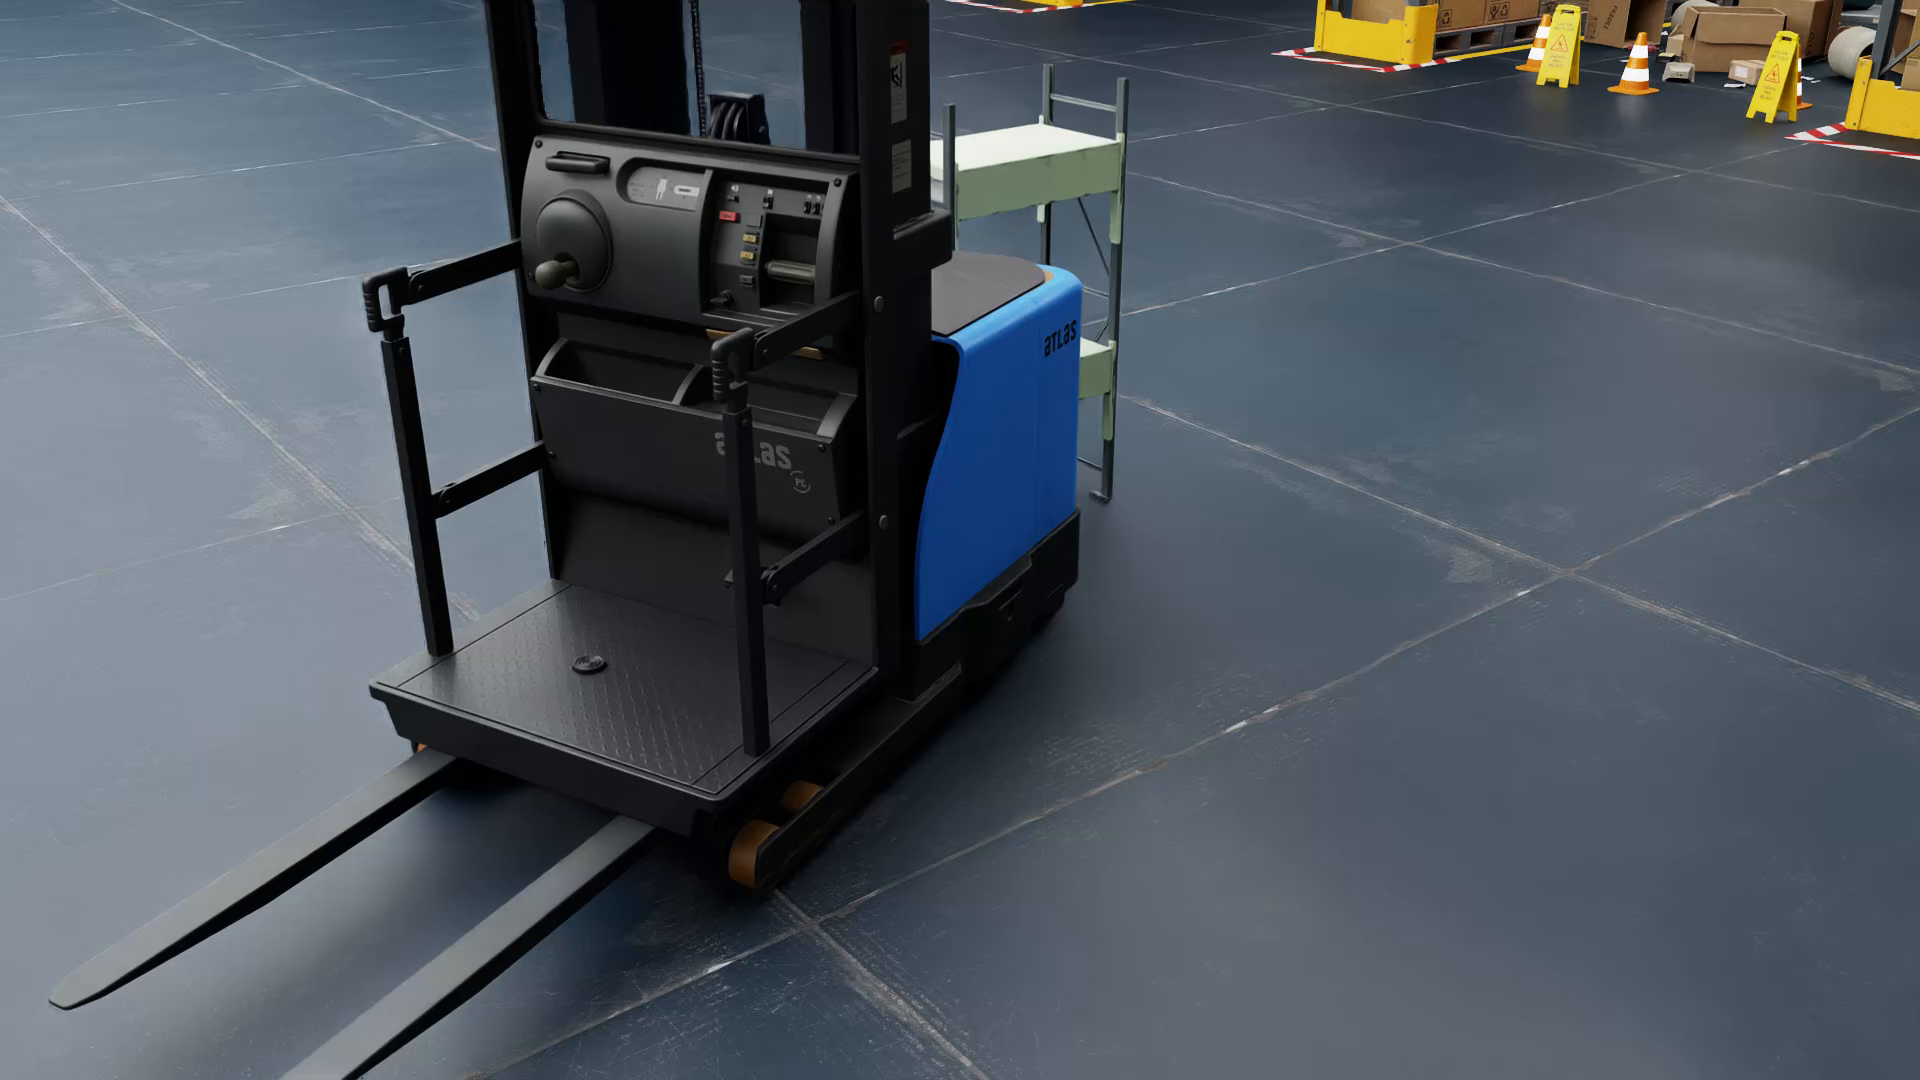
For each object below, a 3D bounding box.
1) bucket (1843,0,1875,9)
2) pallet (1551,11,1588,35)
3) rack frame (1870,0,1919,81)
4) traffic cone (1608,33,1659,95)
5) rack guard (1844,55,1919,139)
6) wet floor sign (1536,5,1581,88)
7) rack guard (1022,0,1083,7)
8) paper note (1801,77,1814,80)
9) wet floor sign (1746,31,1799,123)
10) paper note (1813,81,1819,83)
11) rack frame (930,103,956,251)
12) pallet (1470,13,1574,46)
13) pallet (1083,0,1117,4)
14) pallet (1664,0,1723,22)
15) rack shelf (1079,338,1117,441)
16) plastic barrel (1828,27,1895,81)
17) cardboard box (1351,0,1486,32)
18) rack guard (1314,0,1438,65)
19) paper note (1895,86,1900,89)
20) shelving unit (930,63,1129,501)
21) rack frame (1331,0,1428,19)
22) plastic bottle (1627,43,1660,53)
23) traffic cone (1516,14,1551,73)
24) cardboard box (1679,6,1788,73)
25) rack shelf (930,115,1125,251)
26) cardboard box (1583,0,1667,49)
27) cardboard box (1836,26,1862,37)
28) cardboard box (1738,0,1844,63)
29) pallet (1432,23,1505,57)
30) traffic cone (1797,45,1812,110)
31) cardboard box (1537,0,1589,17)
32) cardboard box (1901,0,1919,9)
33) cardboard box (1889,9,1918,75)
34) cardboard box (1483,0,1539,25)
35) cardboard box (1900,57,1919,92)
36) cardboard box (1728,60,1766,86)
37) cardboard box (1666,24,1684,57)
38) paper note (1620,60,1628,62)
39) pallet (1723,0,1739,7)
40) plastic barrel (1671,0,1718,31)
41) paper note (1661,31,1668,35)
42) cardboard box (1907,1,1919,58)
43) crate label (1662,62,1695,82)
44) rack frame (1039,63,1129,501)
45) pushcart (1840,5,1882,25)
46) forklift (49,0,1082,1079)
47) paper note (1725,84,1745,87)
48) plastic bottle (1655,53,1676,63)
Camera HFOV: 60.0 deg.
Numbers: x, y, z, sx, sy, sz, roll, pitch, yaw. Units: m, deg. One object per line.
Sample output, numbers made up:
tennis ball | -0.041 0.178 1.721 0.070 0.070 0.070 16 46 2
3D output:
bucket | 8.306 -5.314 15.719 0.620 0.611 0.726 2 23 -21
pallet | 6.344 -5.472 17.289 1.213 0.211 1.003 -18 31 -34
rack frame | 6.977 -4.255 11.356 0.127 3.000 1.000 -18 31 -34
traffic cone | 5.567 -3.923 13.654 0.334 0.463 0.336 -18 31 -34
rack guard | 7.036 -3.141 11.925 0.348 0.500 1.175 -18 31 -34
wet floor sign | 5.042 -4.138 13.899 0.267 0.644 0.232 21 32 37
rack guard | 0.921 -6.424 18.999 0.348 0.500 1.175 -18 31 -34
paper note | 7.253 -3.979 14.302 0.142 0.019 0.148 -8 26 -16
wet floor sign | 6.167 -3.493 12.509 0.232 0.644 0.267 -8 26 -16
paper note | 7.278 -3.898 14.136 0.123 0.001 0.032 -18 31 -34
rack frame | -0.148 -0.696 5.469 0.023 1.500 0.400 -19 31 -35
pallet | 5.383 -5.153 16.602 1.213 0.211 1.003 -18 31 -34
pallet | 1.583 -6.493 19.489 1.213 0.211 1.003 -18 31 -34
pallet | 7.551 -5.869 18.144 1.213 0.211 1.003 -18 31 -34
rack shelf | 0.136 -0.498 5.815 0.720 0.370 0.431 -19 31 -35
plastic barrel | 7.668 -4.125 14.135 0.421 0.421 0.512 1 25 2
cardboard box | 4.336 -5.294 15.618 0.875 0.875 0.875 -18 30 -34
rack guard | 3.824 -4.729 15.346 0.348 0.500 1.175 -18 31 -34
paper note | 7.780 -3.781 13.860 0.142 0.019 0.148 15 29 29
shelving unit | 0.136 -0.793 5.678 0.755 1.500 0.431 -19 31 -35
rack frame | 3.843 -5.869 14.833 0.127 3.000 1.000 -18 31 -34
plastic bottle | 6.452 -4.636 15.667 0.283 0.061 0.133 15 29 29
traffic cone | 5.137 -4.386 14.651 0.334 0.463 0.336 -18 31 -34
cardboard box | 6.797 -4.418 14.672 0.797 0.503 0.637 5 25 11
rack shelf | 0.136 -1.147 5.514 0.720 0.370 0.431 -19 31 -35
cardboard box | 6.402 -5.032 15.996 0.500 0.500 0.500 -13 28 -25
cardboard box | 8.159 -4.554 15.247 0.258 0.266 0.396 5 25 11
cardboard box | 7.527 -4.725 15.173 0.503 0.637 0.797 -18 31 -34
pallet | 4.424 -4.838 15.923 1.213 0.211 1.003 -18 31 -34
traffic cone | 6.519 -3.644 13.052 0.334 0.463 0.336 -18 31 -34
cardboard box | 5.745 -5.759 16.621 0.875 0.875 0.875 -18 30 -34
cardboard box | 9.002 -5.086 15.216 0.500 0.500 0.500 -18 31 -34
cardboard box | 8.442 -4.334 14.492 0.500 0.500 0.500 1 25 2
cardboard box | 5.027 -5.523 16.112 0.875 0.875 0.875 -19 31 -35
cardboard box | 7.466 -3.504 12.504 0.500 0.250 0.500 -18 31 -34
cardboard box | 6.761 -3.972 14.131 0.250 0.149 0.380 -3 25 -7
cardboard box | 6.774 -4.611 15.371 0.258 0.266 0.396 -13 28 -25
paper note | 6.091 -4.356 15.101 0.142 0.017 0.144 -8 26 -16
pallet | 8.512 -6.187 18.831 1.213 0.211 1.003 -18 31 -34
plastic barrel | 7.044 -4.937 15.884 0.421 0.421 0.512 1 25 2
paper note | 7.020 -5.087 16.674 0.147 0.020 0.142 5 25 11
cardboard box | 7.446 -3.833 12.323 0.500 0.500 0.500 -18 30 -34
crate label | 6.147 -4.000 14.207 0.250 0.136 0.298 10 27 20
rack frame | 0.420 -0.891 5.888 0.023 1.500 0.400 -19 31 -35
pushcart | 8.678 -4.847 15.746 1.648 0.377 0.936 15 29 29
forklift | -0.775 -0.714 3.806 1.130 2.935 3.031 13 28 26
paper note | 6.492 -3.814 13.931 0.148 0.019 0.142 15 29 29
plastic bottle | 6.435 -4.396 15.149 0.133 0.061 0.283 15 29 29
